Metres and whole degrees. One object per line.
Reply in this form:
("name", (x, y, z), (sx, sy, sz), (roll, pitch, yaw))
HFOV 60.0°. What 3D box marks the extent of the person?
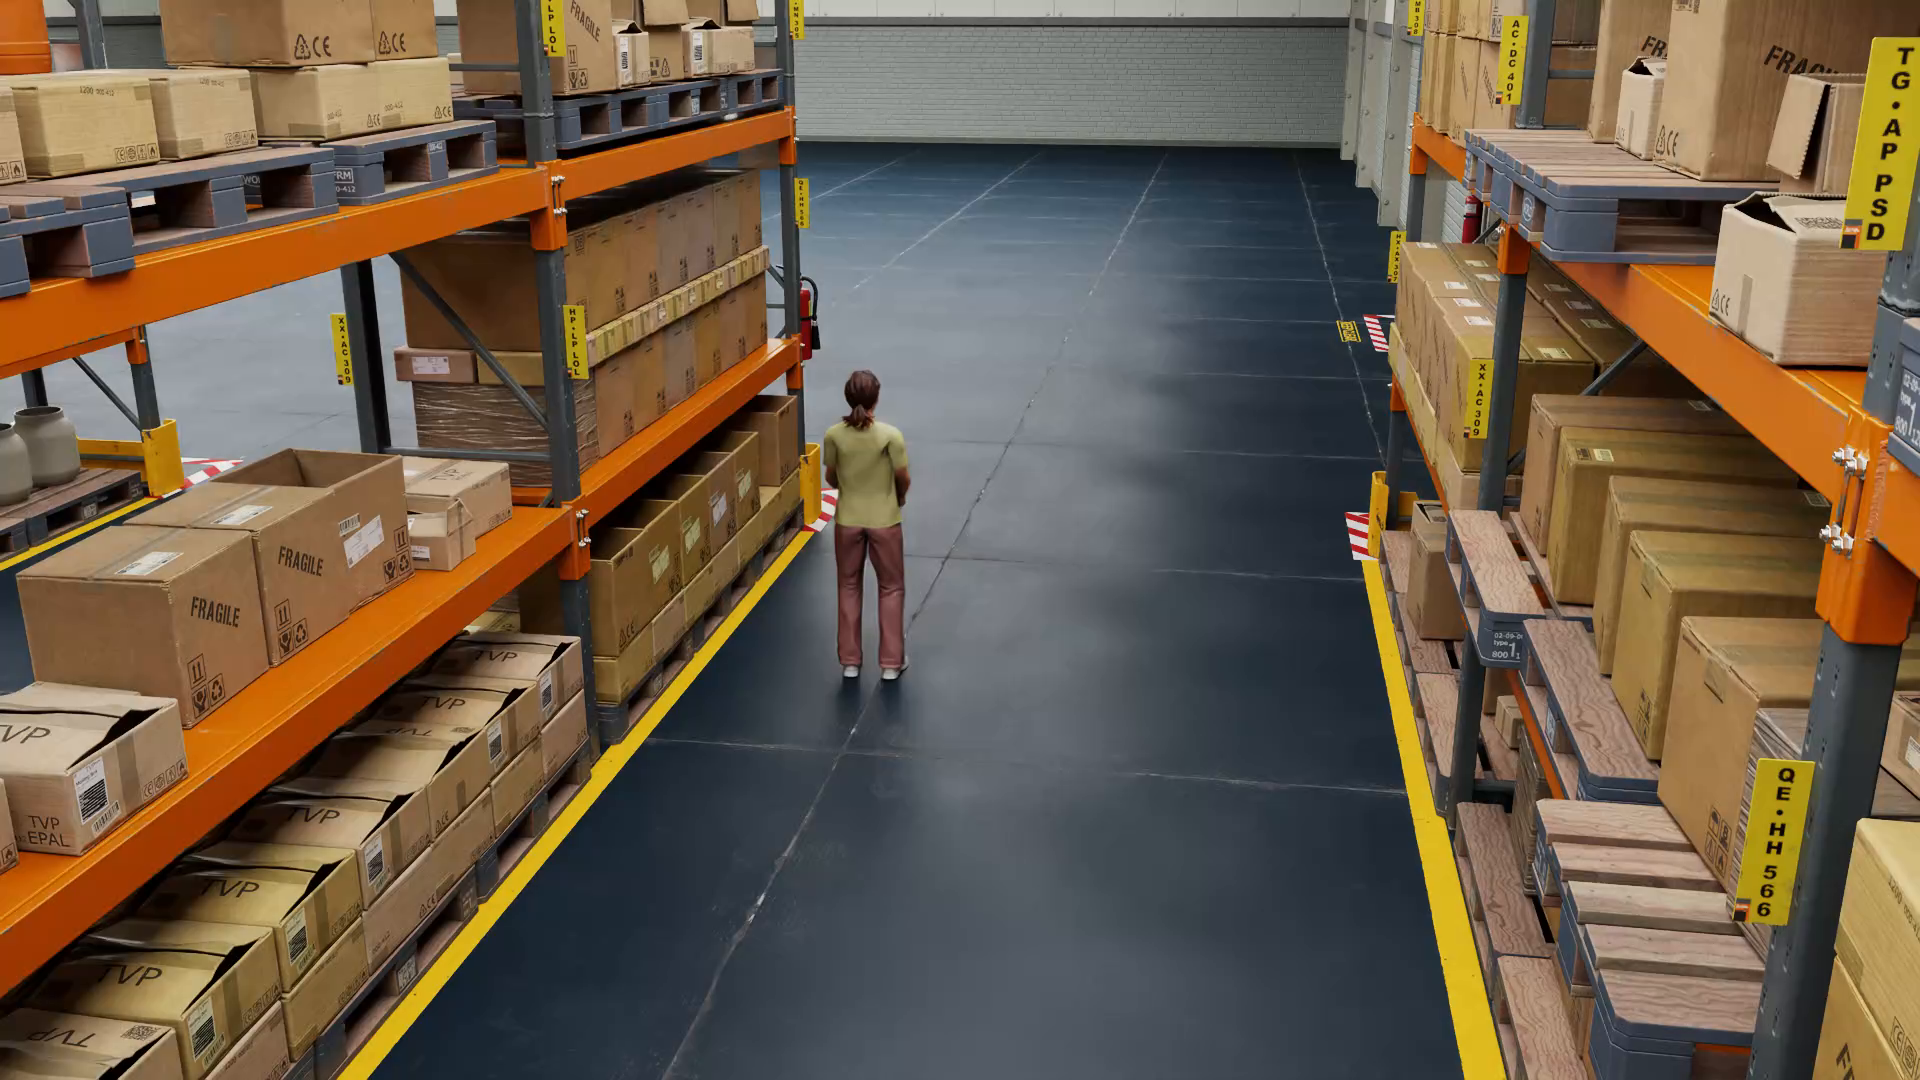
("person", (-0.482, 0.030, 8.848), (0.491, 1.436, 0.359), (2, 18, 6))
